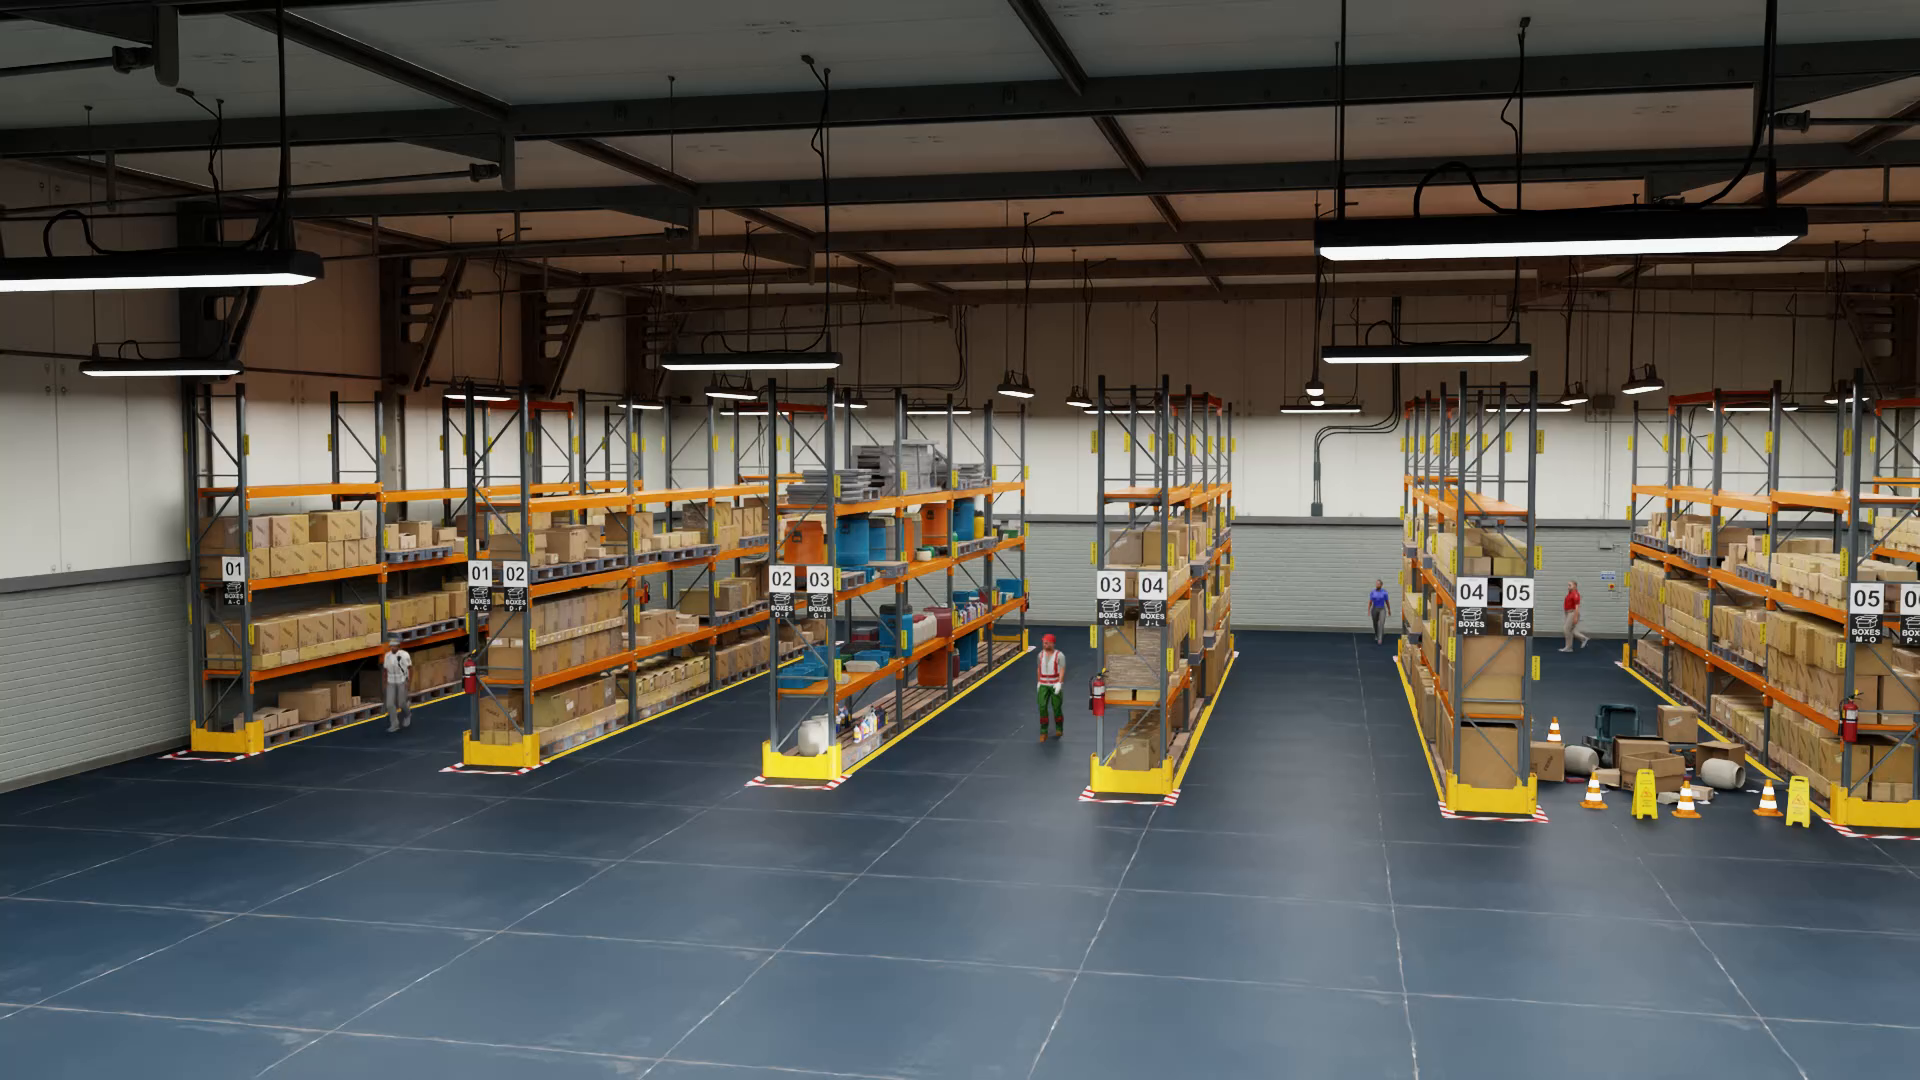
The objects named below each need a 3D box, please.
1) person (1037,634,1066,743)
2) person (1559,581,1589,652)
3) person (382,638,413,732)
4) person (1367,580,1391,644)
[{"bbox_3d":[1.519,2.510,28.264,0.564,1.818,0.759,1,4,24],"label":"person"},{"bbox_3d":[14.827,1.835,40.125,0.730,1.703,0.544,1,3,9],"label":"person"},{"bbox_3d":[-9.862,2.518,29.202,0.535,1.658,0.517,0,3,7],"label":"person"},{"bbox_3d":[10.546,1.790,41.846,0.520,1.588,1.056,1,4,22],"label":"person"}]
